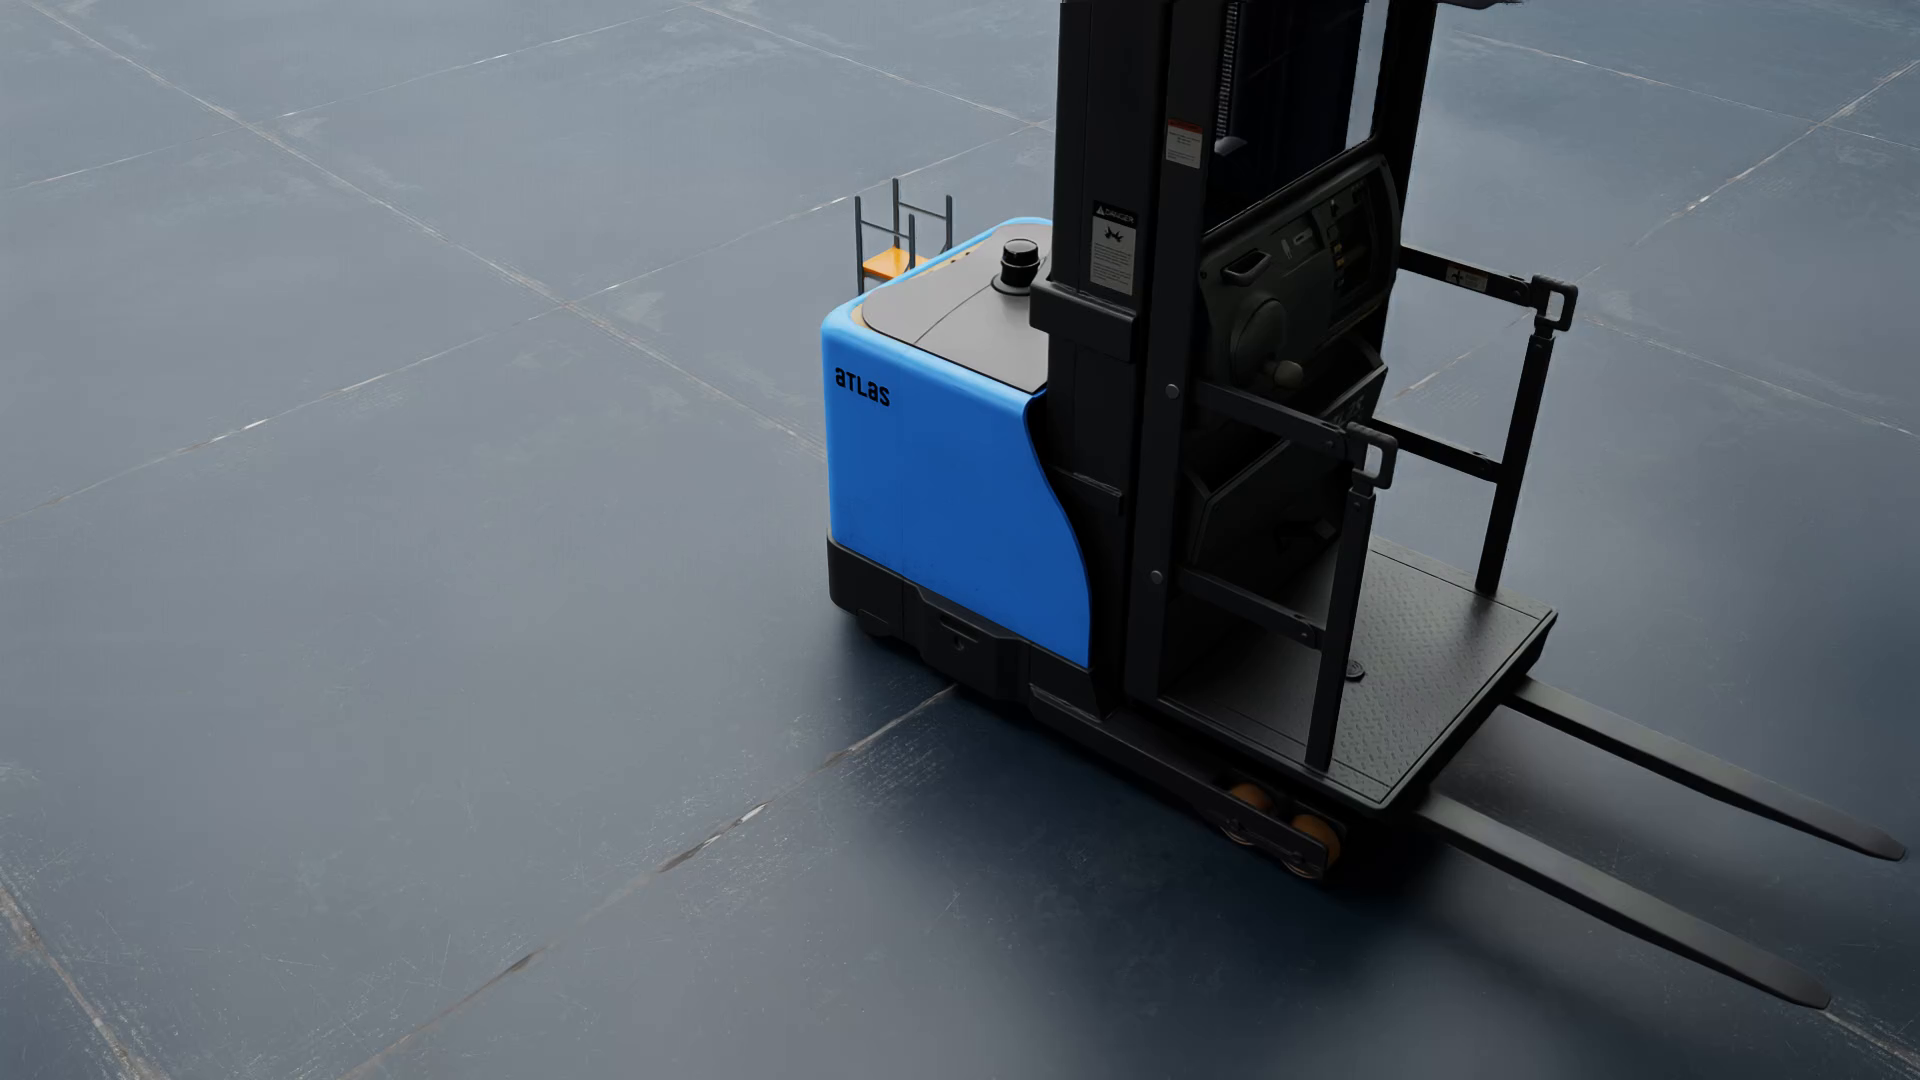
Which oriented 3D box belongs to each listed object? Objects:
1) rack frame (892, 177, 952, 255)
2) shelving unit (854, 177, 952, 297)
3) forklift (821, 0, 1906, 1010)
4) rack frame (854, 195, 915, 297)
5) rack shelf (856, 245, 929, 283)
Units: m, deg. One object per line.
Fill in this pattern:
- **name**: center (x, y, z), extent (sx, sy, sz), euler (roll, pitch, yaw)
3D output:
- **rack frame**: center (-0.120, -0.624, 5.596), extent (0.240, 1.200, 0.006), euler (24, 42, 31)
- **shelving unit**: center (-0.177, -0.583, 5.537), extent (0.258, 1.200, 0.189), euler (24, 42, 31)
- **forklift**: center (1.034, -0.642, 4.109), extent (3.031, 2.935, 1.130), euler (25, 42, 32)
- **rack frame**: center (-0.234, -0.542, 5.478), extent (0.240, 1.200, 0.006), euler (24, 42, 31)
- **rack shelf**: center (-0.177, -0.842, 5.357), extent (0.258, 0.103, 0.180), euler (24, 42, 31)
